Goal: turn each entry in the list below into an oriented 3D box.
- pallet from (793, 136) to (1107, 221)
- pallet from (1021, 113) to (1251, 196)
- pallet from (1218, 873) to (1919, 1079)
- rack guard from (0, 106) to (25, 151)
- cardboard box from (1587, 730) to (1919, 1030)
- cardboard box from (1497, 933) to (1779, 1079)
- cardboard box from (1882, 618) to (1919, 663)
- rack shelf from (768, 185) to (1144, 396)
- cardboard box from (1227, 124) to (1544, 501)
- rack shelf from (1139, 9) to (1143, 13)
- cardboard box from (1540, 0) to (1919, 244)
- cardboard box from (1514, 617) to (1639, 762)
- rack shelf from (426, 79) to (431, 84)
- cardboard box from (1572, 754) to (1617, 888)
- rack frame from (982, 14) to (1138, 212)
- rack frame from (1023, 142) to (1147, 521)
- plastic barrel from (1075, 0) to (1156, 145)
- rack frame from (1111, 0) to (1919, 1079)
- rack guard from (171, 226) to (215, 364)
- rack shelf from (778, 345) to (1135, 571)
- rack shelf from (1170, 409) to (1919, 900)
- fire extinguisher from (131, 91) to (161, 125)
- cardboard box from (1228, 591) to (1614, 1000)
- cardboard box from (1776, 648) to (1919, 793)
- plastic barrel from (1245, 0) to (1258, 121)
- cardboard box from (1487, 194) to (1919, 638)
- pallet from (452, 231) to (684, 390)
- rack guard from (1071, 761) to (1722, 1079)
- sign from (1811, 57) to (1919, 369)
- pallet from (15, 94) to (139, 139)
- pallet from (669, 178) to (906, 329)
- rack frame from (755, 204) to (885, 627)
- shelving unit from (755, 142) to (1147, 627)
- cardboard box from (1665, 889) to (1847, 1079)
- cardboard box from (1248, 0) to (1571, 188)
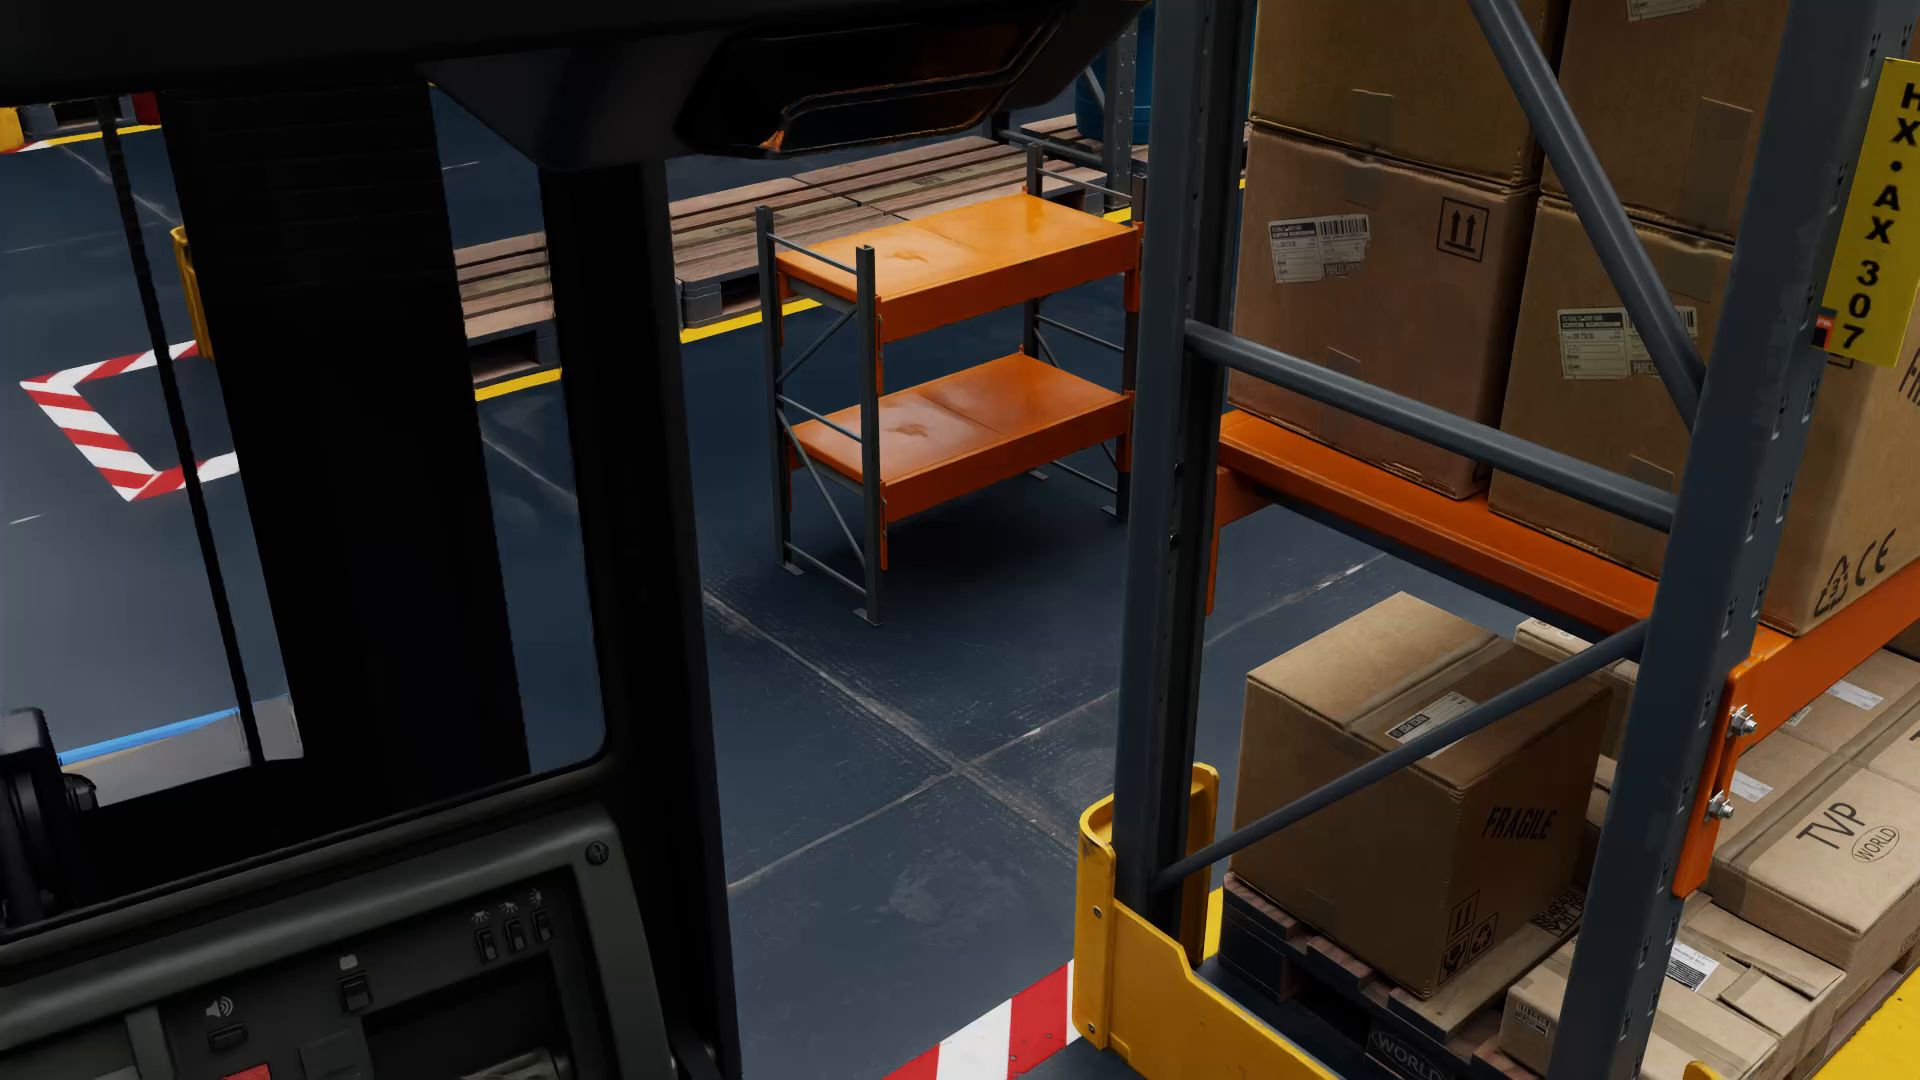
[{"bbox_3d":[-0.049,-1.696,8.200,1.213,0.211,1.003,-22,35,-35],"label":"pallet"},{"bbox_3d":[1.099,-2.156,9.061,1.213,0.211,1.003,-22,35,-35],"label":"pallet"},{"bbox_3d":[1.318,0.799,3.532,1.213,0.211,1.003,-22,35,-35],"label":"pallet"},{"bbox_3d":[-5.791,-2.607,9.598,0.348,0.500,1.175,-22,35,-35],"label":"rack guard"},{"bbox_3d":[1.632,0.637,3.326,0.500,0.250,0.500,-22,35,-35],"label":"cardboard box"},{"bbox_3d":[1.196,0.895,2.952,0.250,0.149,0.380,-22,35,-35],"label":"cardboard box"},{"bbox_3d":[2.271,0.096,4.070,0.637,0.503,0.797,-22,35,-35],"label":"cardboard box"},{"bbox_3d":[-0.005,-0.752,4.843,1.000,0.278,0.538,-22,35,-35],"label":"rack shelf"},{"bbox_3d":[0.818,-0.443,2.790,0.500,0.500,0.500,-21,34,-33],"label":"cardboard box"},{"bbox_3d":[2.007,-3.459,9.304,4.000,0.370,1.077,-22,35,-35],"label":"rack shelf"},{"bbox_3d":[1.163,-0.690,2.192,0.500,0.500,0.500,-21,34,-33],"label":"cardboard box"},{"bbox_3d":[1.650,0.320,3.919,0.500,0.250,0.500,-22,35,-35],"label":"cardboard box"},{"bbox_3d":[-1.036,-2.236,7.014,4.000,0.370,1.077,-22,35,-35],"label":"rack shelf"},{"bbox_3d":[1.275,0.545,3.586,0.250,0.166,0.380,-22,35,-35],"label":"cardboard box"},{"bbox_3d":[0.485,-3.165,7.990,0.127,3.000,1.000,-22,35,-35],"label":"rack frame"},{"bbox_3d":[0.382,-0.650,5.272,0.032,1.125,0.500,-22,35,-35],"label":"rack frame"},{"bbox_3d":[0.910,-2.585,8.685,0.708,0.901,0.600,-22,35,-35],"label":"plastic barrel"},{"bbox_3d":[0.654,-0.164,2.374,0.127,3.000,1.000,-22,35,-35],"label":"rack frame"},{"bbox_3d":[-2.568,-0.827,6.267,0.348,0.500,1.175,-22,35,-35],"label":"rack guard"},{"bbox_3d":[-0.005,-0.278,5.096,1.000,0.278,0.538,-22,35,-35],"label":"rack shelf"},{"bbox_3d":[2.176,-0.458,3.689,4.000,0.370,1.077,-22,35,-35],"label":"rack shelf"},{"bbox_3d":[-2.967,-1.859,6.025,0.183,0.674,0.296,-22,35,-35],"label":"fire extinguisher"},{"bbox_3d":[0.908,0.490,3.336,0.500,0.500,0.500,-22,35,-35],"label":"cardboard box"},{"bbox_3d":[2.013,0.484,3.612,0.500,0.250,0.500,-22,35,-35],"label":"cardboard box"},{"bbox_3d":[1.449,-2.801,9.090,0.708,0.901,0.600,-22,35,-35],"label":"plastic barrel"},{"bbox_3d":[1.163,-0.249,2.428,0.500,0.500,0.500,-21,35,-34],"label":"cardboard box"},{"bbox_3d":[-1.905,-0.950,6.803,1.213,0.211,1.003,-22,35,-35],"label":"pallet"},{"bbox_3d":[0.712,0.915,3.007,0.348,0.500,1.175,-22,35,-35],"label":"rack guard"},{"bbox_3d":[1.007,-0.351,1.806,0.005,0.325,0.100,-22,35,-35],"label":"sign"},{"bbox_3d":[-5.215,-2.760,10.190,1.213,0.211,1.003,-22,35,-35],"label":"pallet"},{"bbox_3d":[-0.978,-1.321,7.498,1.213,0.211,1.003,-22,35,-35],"label":"pallet"},{"bbox_3d":[-0.392,-0.339,4.690,0.032,1.125,0.500,-22,35,-35],"label":"rack frame"},{"bbox_3d":[-0.005,-0.494,4.981,1.048,1.125,0.538,-22,35,-35],"label":"shelving unit"},{"bbox_3d":[1.386,0.810,3.091,0.250,0.166,0.380,-22,35,-35],"label":"cardboard box"},{"bbox_3d":[0.814,-0.884,2.554,0.500,0.500,0.500,-22,35,-35],"label":"cardboard box"}]
